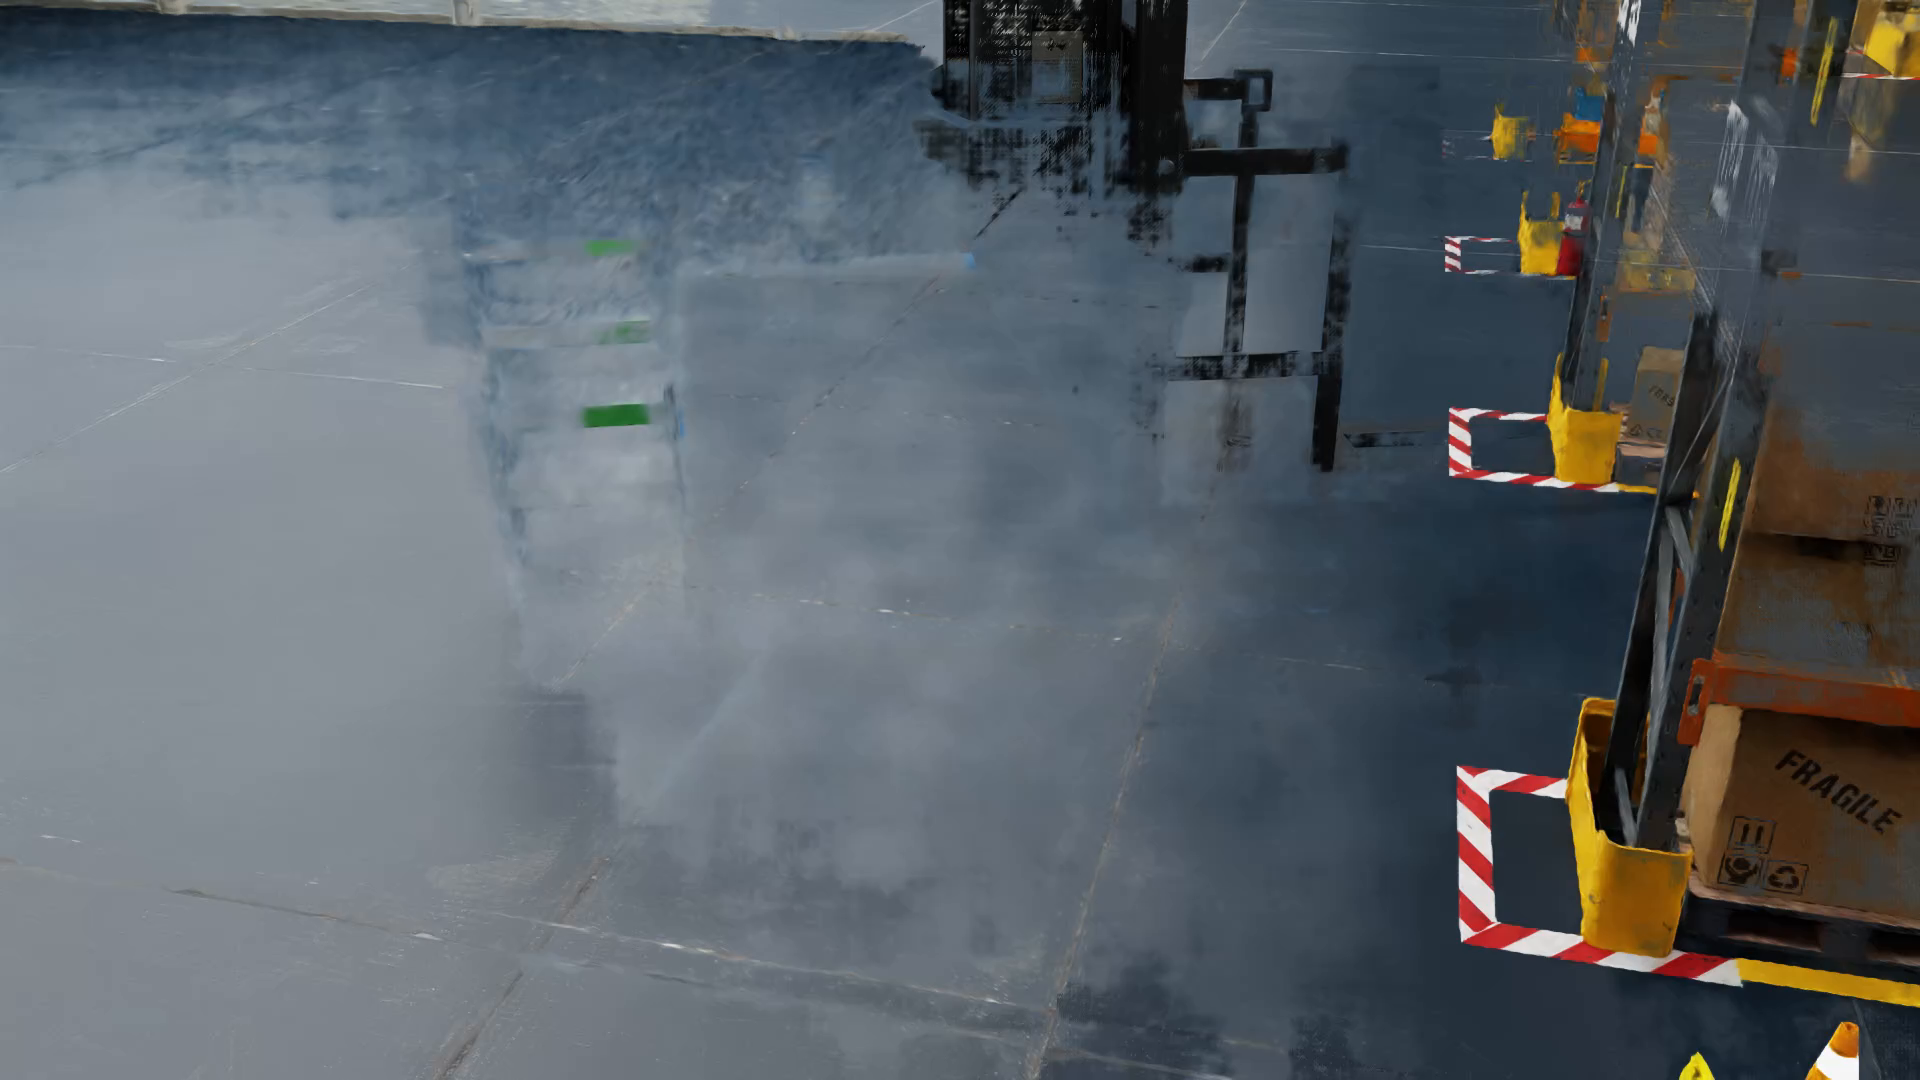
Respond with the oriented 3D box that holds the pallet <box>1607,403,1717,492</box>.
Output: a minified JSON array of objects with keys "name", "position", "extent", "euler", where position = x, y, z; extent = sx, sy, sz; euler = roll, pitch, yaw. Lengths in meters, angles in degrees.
[{"name":"pallet","position":[8.211,-3.745,12.870],"extent":[1.213,0.211,1.003],"euler":[6,26,13]}]

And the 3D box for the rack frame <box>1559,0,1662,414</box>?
[{"name":"rack frame","position":[7.359,-5.114,12.501],"extent":[0.127,3.000,1.000],"euler":[6,26,13]}]

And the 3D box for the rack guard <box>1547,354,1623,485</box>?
[{"name":"rack guard","position":[7.433,-3.977,13.022],"extent":[0.348,0.500,1.175],"euler":[6,26,13]}]
